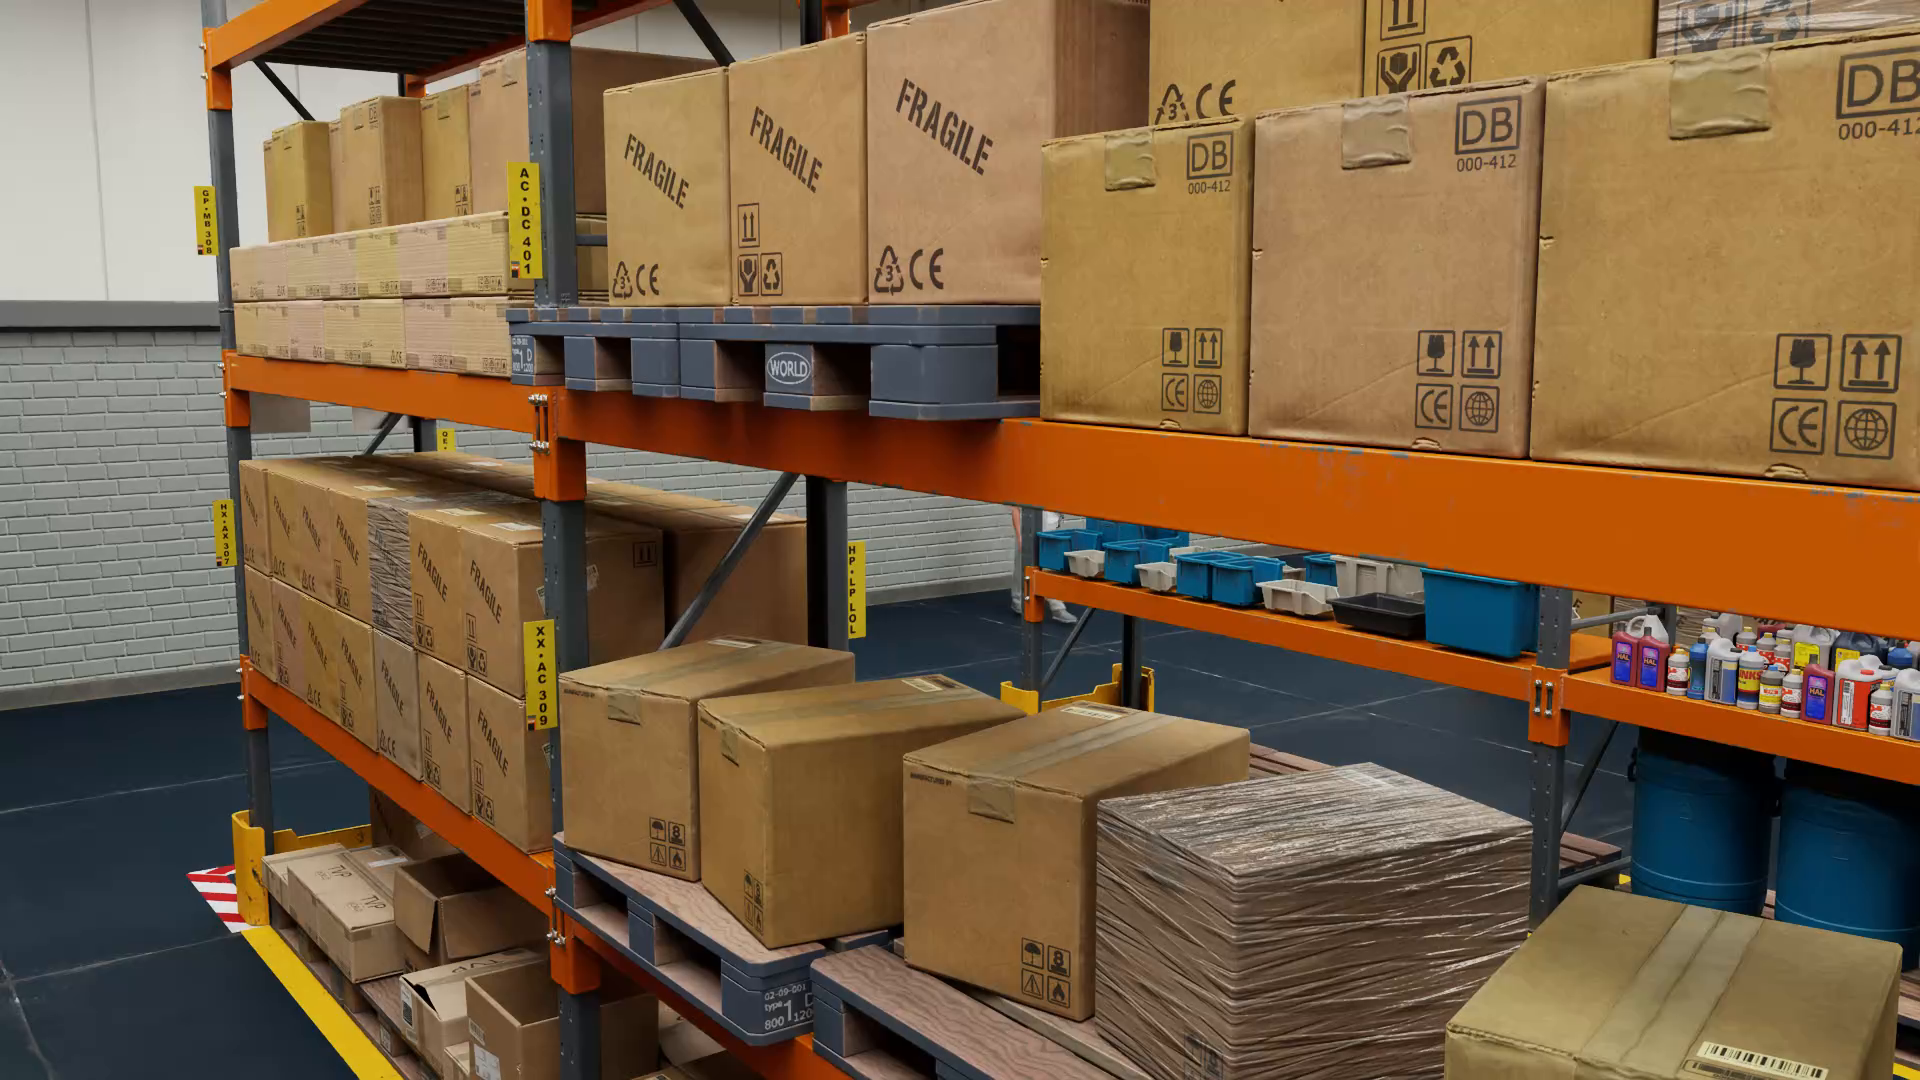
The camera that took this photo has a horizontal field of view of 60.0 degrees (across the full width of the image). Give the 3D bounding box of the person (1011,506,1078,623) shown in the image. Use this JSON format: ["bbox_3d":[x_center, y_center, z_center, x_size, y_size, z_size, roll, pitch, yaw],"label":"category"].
[{"bbox_3d":[0.767,-0.078,16.248,0.570,1.701,1.004,-3,8,-21],"label":"person"}]
